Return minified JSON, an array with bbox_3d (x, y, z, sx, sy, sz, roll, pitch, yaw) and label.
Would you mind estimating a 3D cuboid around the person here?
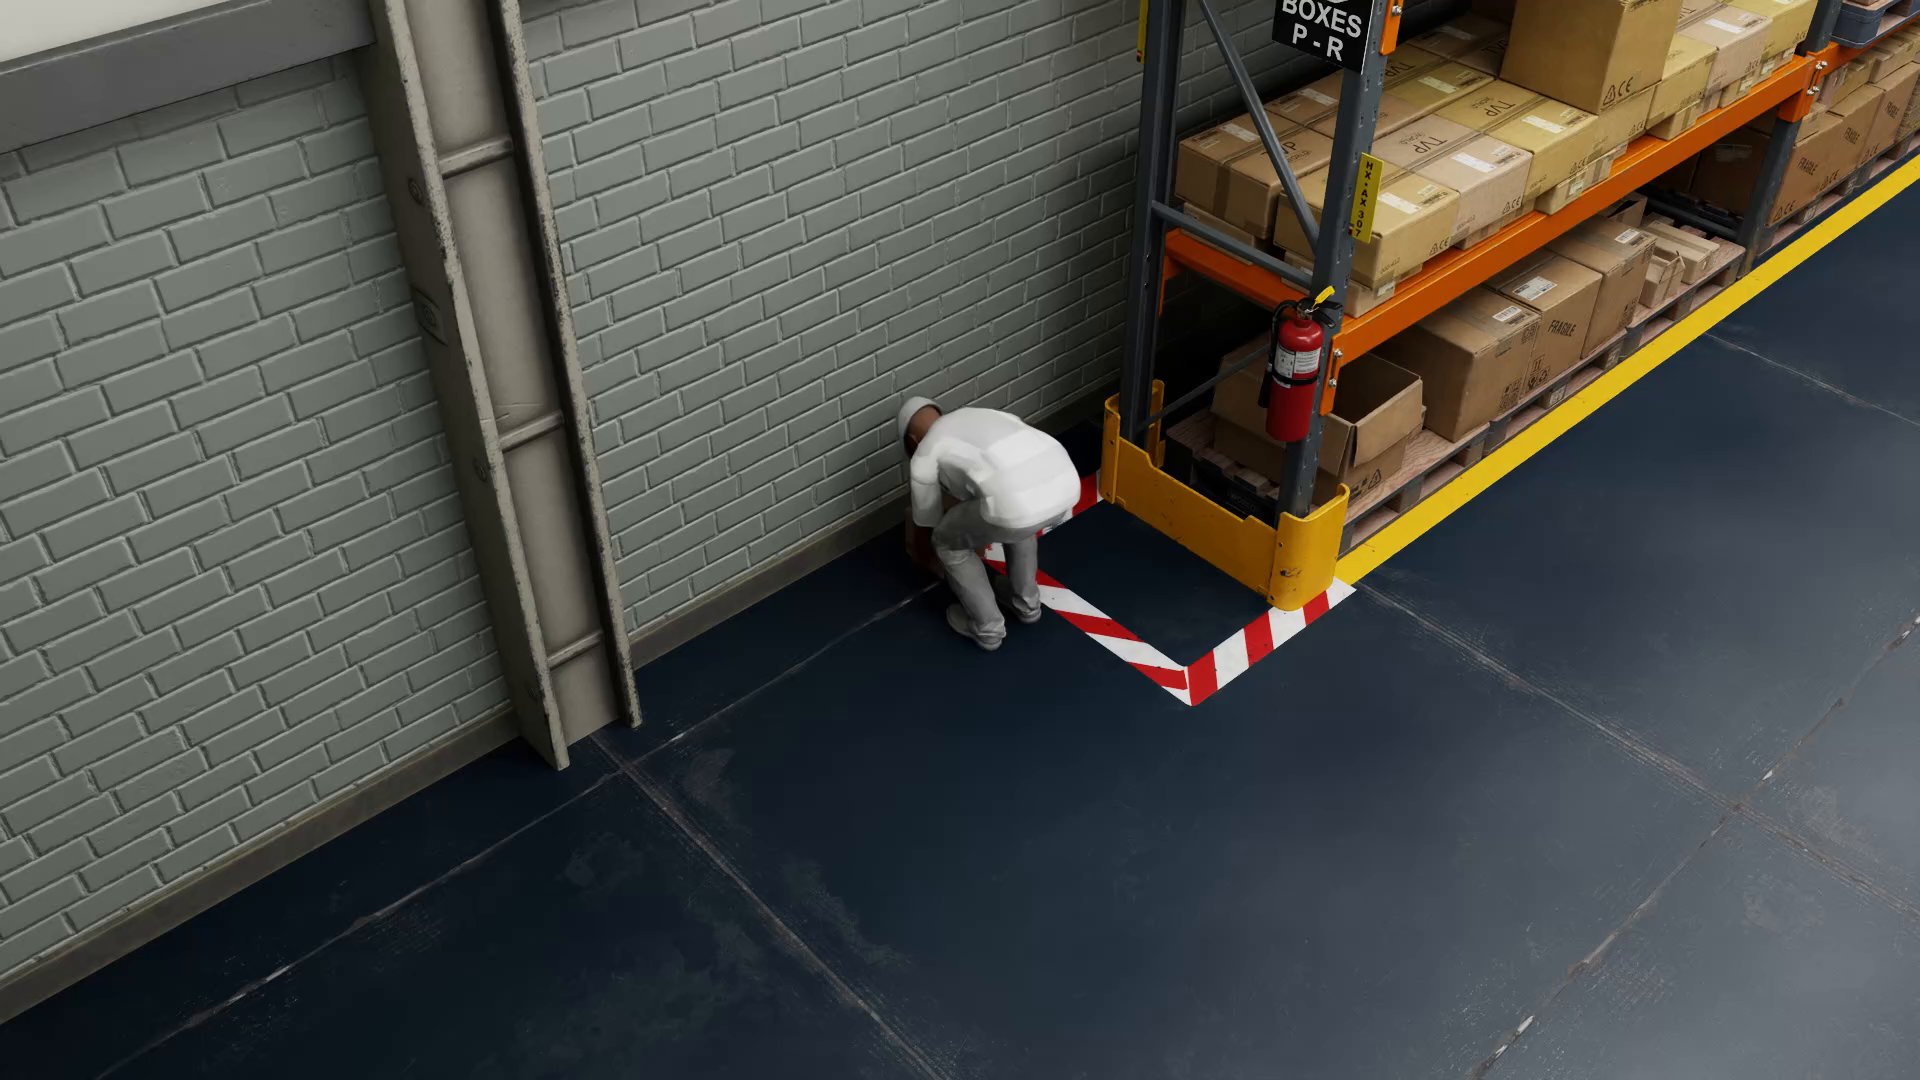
[{"bbox_3d":[0.065,-0.101,6.915,0.488,0.831,0.912,-26,46,-28],"label":"person"}]
